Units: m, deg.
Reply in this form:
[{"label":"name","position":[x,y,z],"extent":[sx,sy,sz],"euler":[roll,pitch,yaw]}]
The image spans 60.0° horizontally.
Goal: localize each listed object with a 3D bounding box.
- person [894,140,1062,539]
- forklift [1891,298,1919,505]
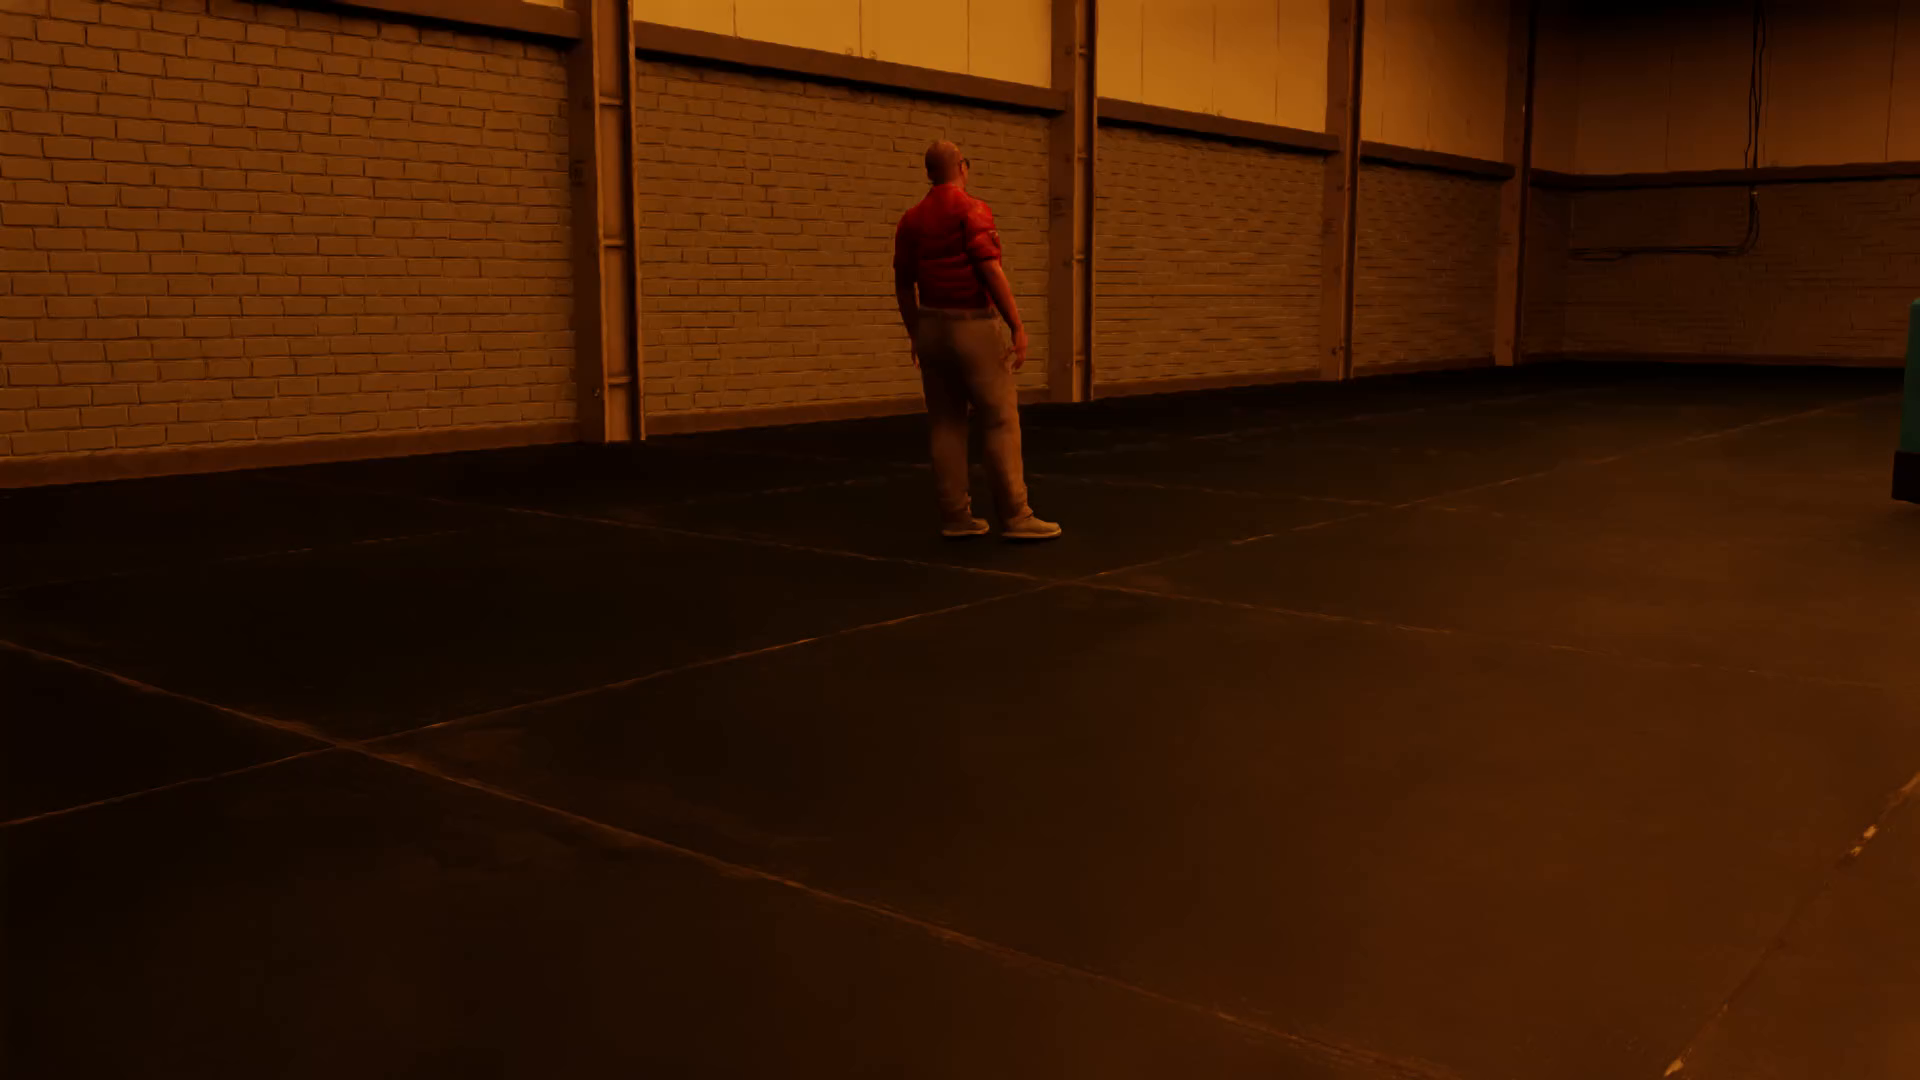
[{"label":"person","position":[0.066,-0.872,7.340],"extent":[0.640,1.727,0.550],"euler":[7,11,38]},{"label":"forklift","position":[6.223,-1.550,7.876],"extent":[3.031,2.935,1.130],"euler":[-1,8,-7]}]
